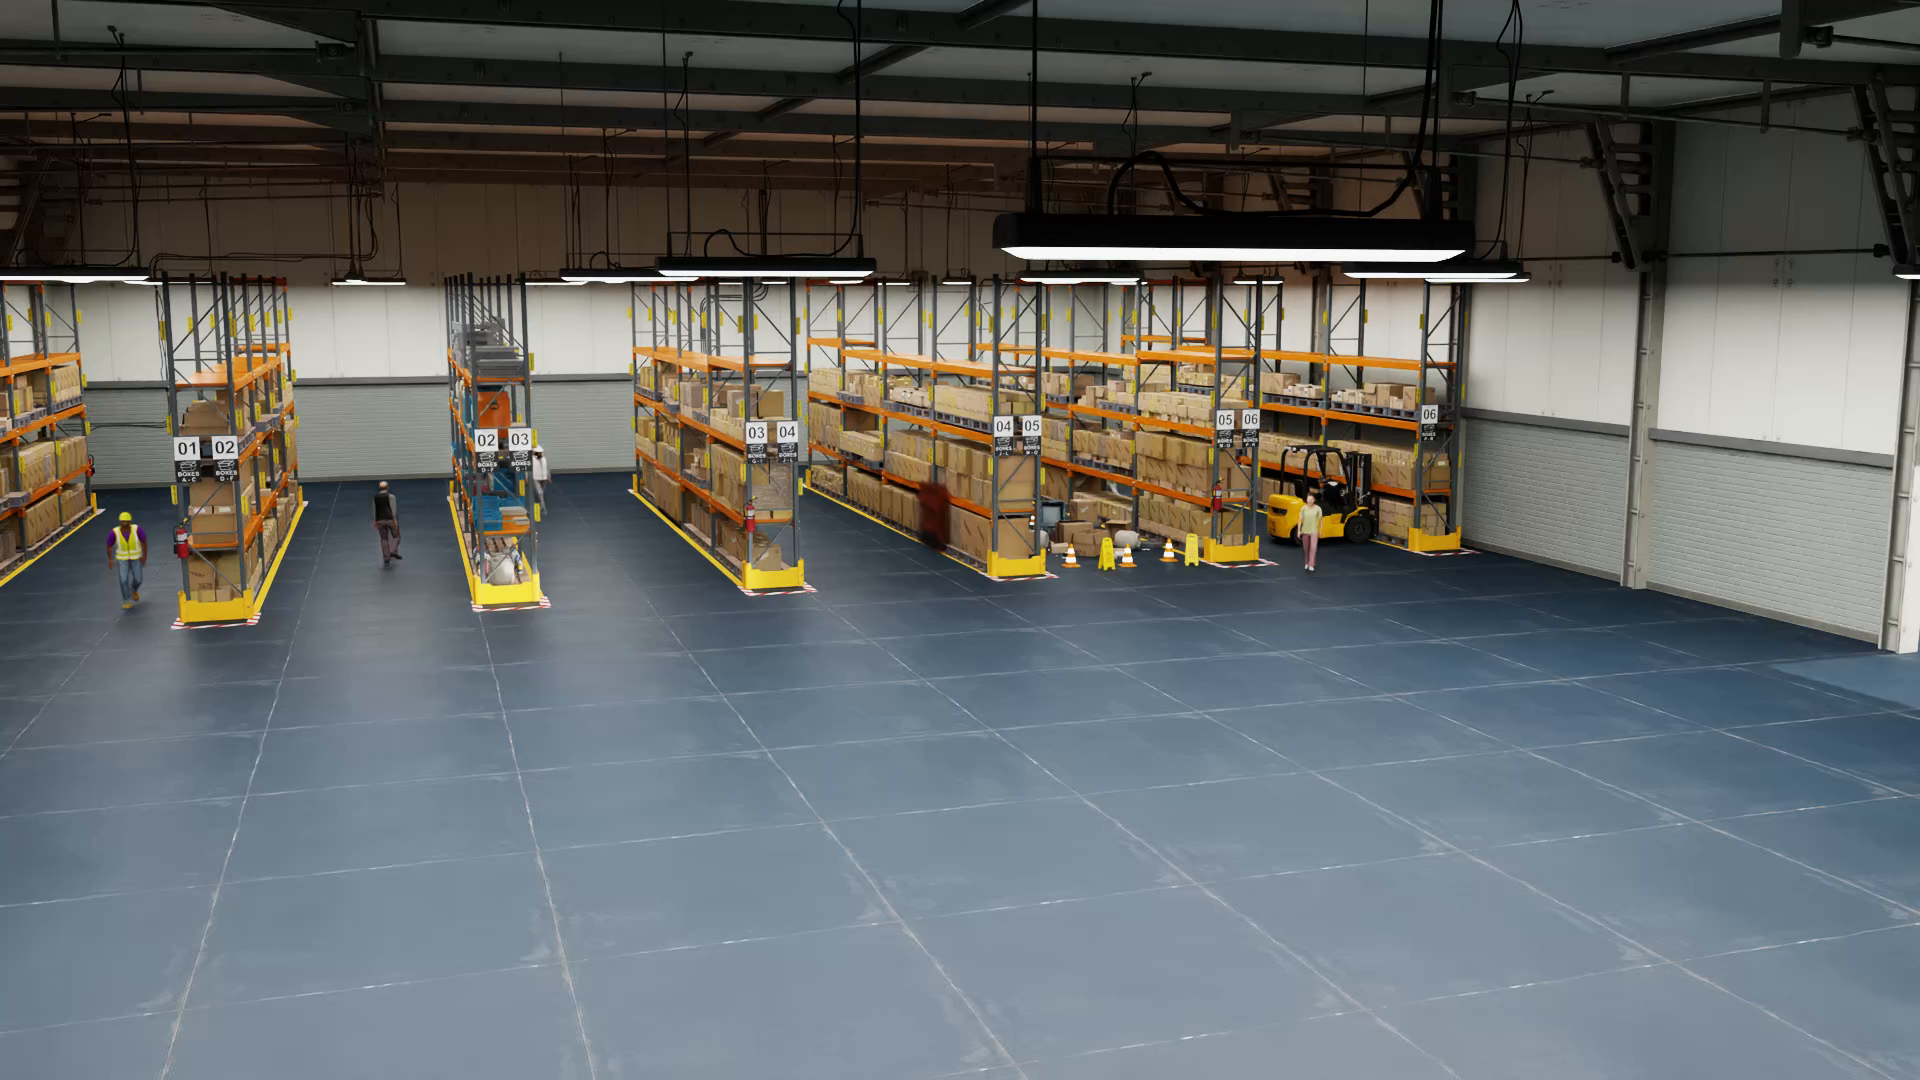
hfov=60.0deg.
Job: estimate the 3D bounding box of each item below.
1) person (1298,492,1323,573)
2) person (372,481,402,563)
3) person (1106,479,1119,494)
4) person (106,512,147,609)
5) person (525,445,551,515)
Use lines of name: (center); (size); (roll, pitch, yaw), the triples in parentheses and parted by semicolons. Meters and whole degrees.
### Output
person: (7.059, -0.155, 33.625); (0.472, 1.611, 1.070); (4, 9, 23)
person: (-12.009, -0.371, 34.800); (0.589, 1.702, 0.500); (-1, 9, -9)
person: (4.195, -1.885, 45.133); (0.508, 1.646, 0.578); (-7, 11, -41)
person: (-15.071, 0.342, 30.104); (0.659, 1.744, 0.657); (-5, 10, -29)
person: (-10.722, -1.551, 42.481); (0.609, 1.740, 0.946); (-8, 12, -43)
